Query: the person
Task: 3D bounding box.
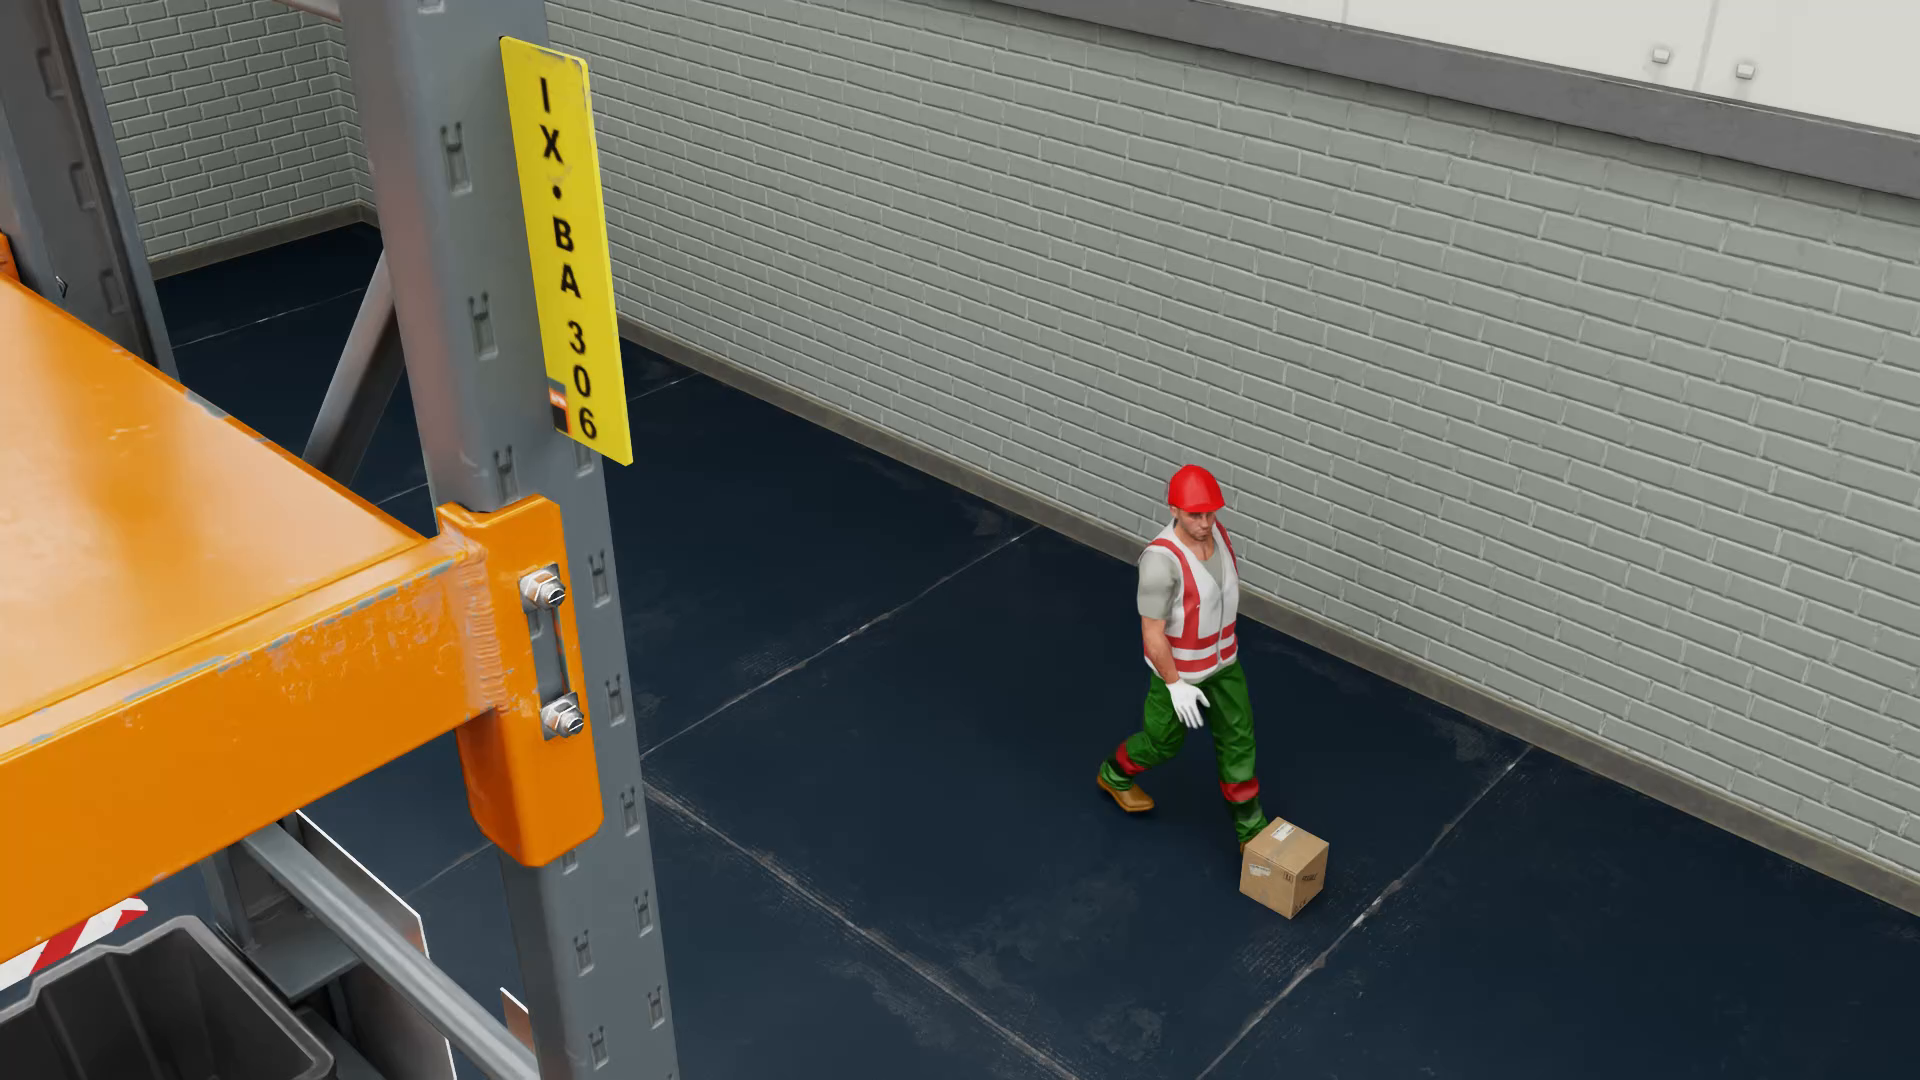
[{"bbox_3d":[1.014,0.524,6.754,0.571,1.745,0.969,-25,39,-35],"label":"person"}]
